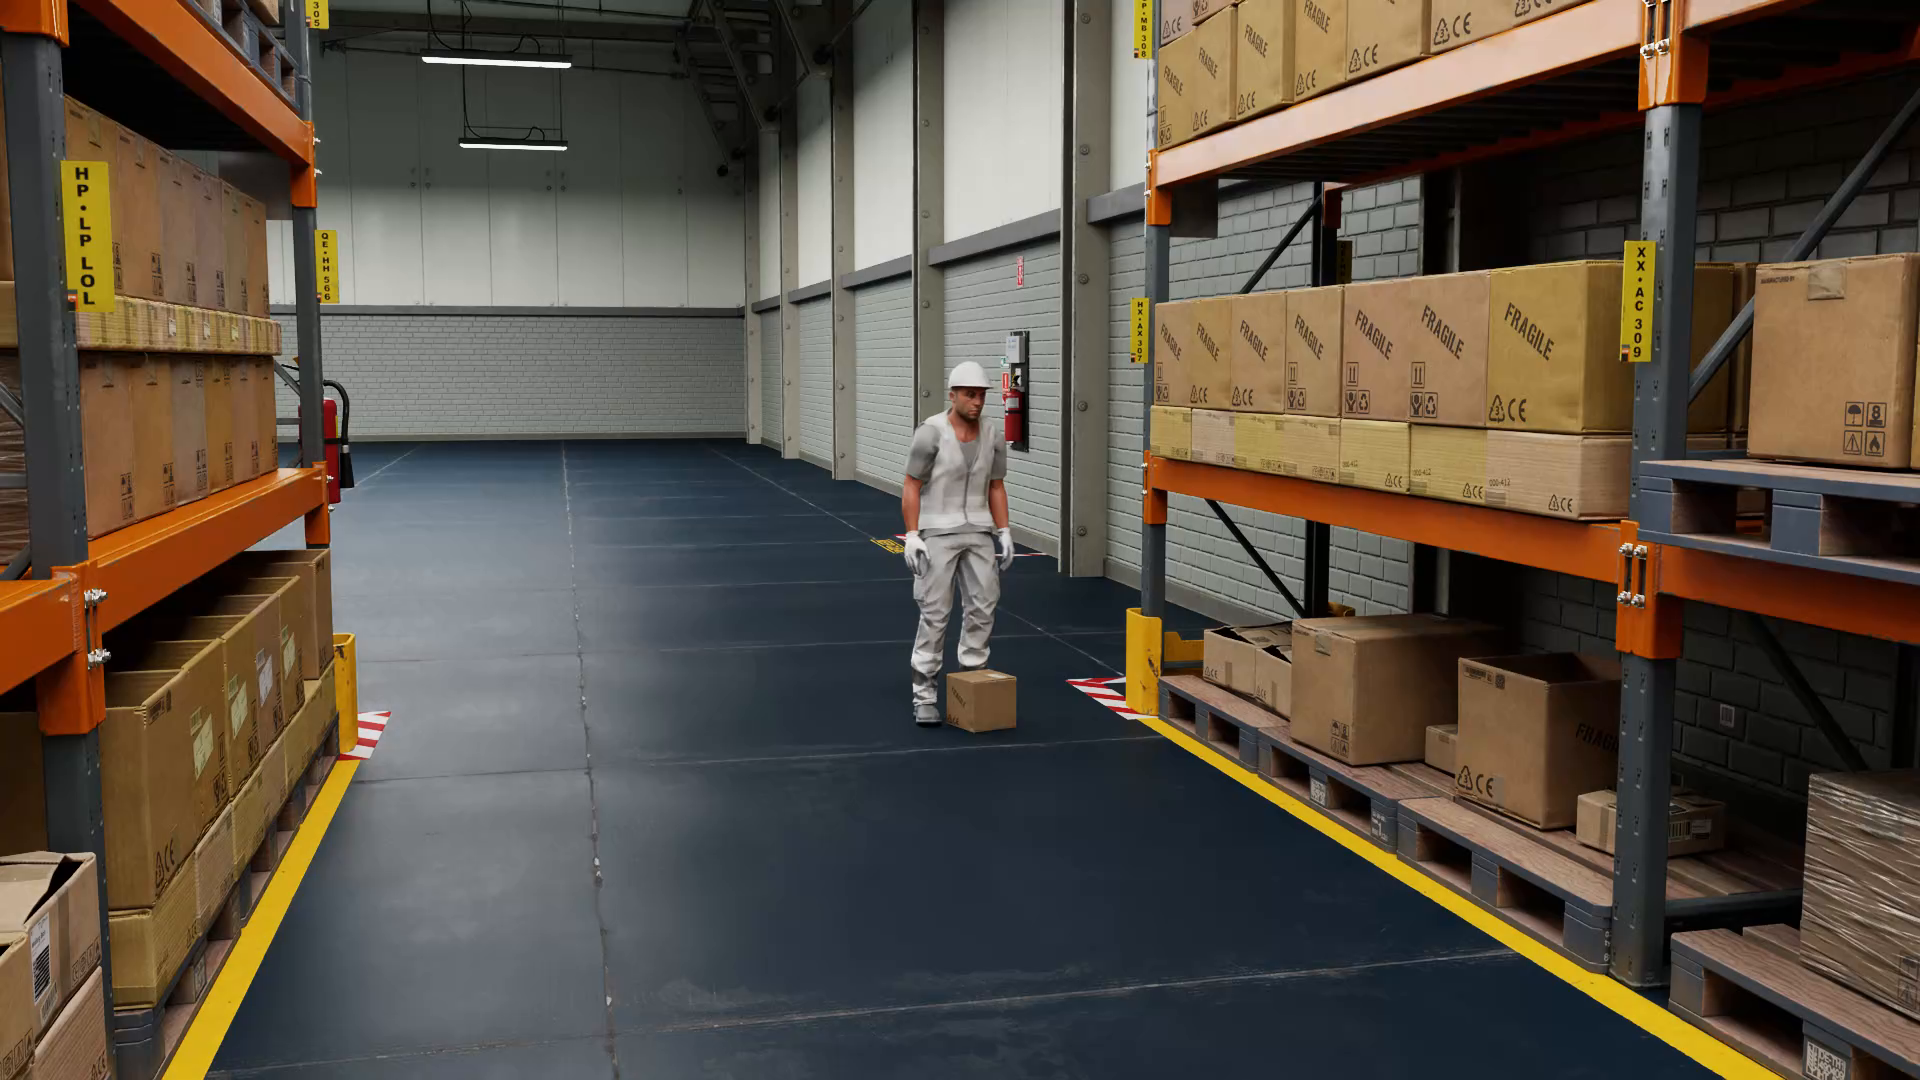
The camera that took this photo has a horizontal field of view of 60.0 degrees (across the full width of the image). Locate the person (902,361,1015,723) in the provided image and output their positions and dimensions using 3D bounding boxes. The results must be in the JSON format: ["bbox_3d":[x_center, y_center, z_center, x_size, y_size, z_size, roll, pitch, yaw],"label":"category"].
[{"bbox_3d":[-0.003,0.007,8.257,0.610,1.779,0.455,-3,7,-27],"label":"person"}]
